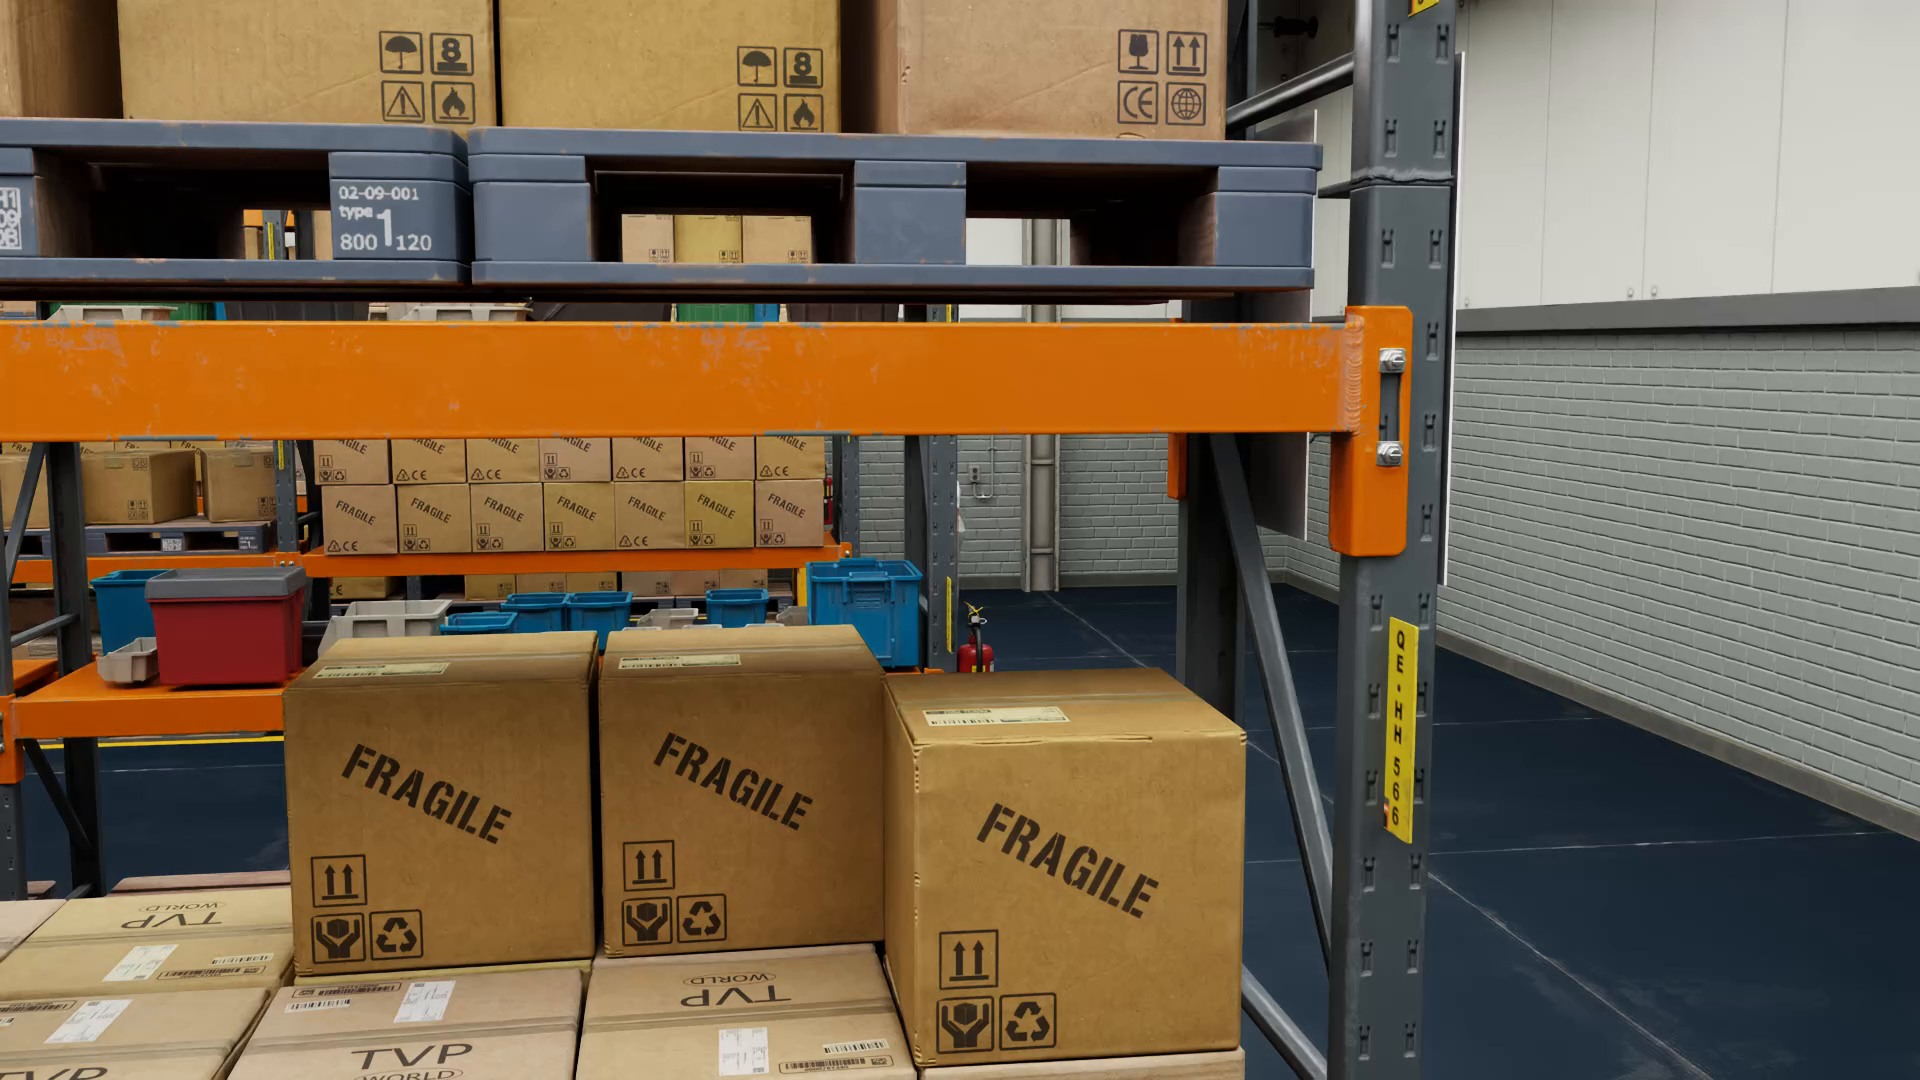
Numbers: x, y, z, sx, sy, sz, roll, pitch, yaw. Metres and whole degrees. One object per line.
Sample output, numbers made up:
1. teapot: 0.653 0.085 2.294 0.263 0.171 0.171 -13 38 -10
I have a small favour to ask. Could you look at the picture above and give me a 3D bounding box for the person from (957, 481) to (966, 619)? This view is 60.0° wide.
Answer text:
1. person: -0.154 0.004 16.841 0.408 1.697 0.587 -2 7 -20
